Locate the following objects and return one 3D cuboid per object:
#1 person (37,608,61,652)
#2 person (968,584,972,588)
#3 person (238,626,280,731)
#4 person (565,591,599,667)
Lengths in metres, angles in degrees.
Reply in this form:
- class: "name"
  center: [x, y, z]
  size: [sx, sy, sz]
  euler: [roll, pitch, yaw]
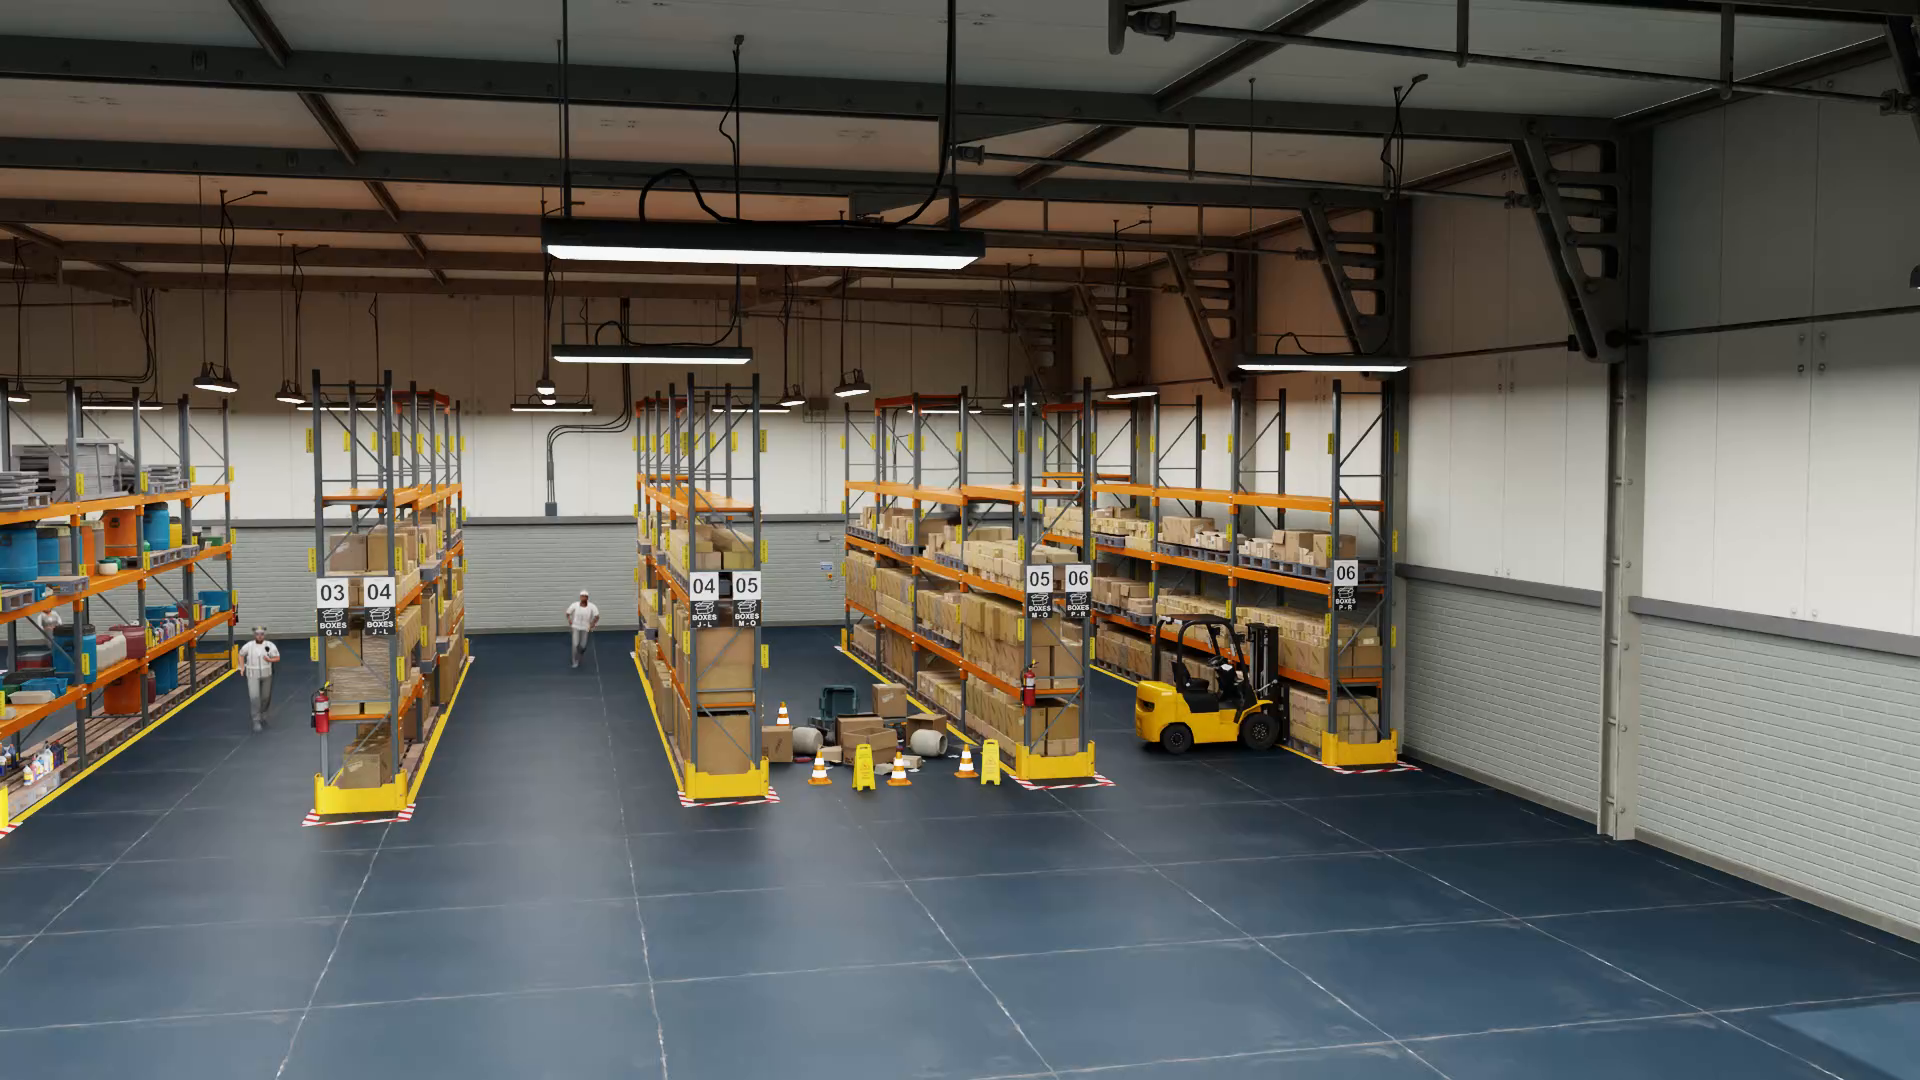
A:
- class: "person"
  center: [-19.862, 2.132, 36.352]
  size: [0.593, 1.596, 0.622]
  euler: [-3, 4, -41]
- class: "person"
  center: [0.189, 1.847, 39.149]
  size: [0.656, 1.792, 0.981]
  euler: [-2, 4, -31]
- class: "person"
  center: [-12.341, 2.402, 29.322]
  size: [0.657, 1.795, 0.956]
  euler: [-2, 4, -28]
- class: "person"
  center: [-8.523, 1.990, 37.496]
  size: [0.743, 1.706, 0.634]
  euler: [-1, 3, -10]
